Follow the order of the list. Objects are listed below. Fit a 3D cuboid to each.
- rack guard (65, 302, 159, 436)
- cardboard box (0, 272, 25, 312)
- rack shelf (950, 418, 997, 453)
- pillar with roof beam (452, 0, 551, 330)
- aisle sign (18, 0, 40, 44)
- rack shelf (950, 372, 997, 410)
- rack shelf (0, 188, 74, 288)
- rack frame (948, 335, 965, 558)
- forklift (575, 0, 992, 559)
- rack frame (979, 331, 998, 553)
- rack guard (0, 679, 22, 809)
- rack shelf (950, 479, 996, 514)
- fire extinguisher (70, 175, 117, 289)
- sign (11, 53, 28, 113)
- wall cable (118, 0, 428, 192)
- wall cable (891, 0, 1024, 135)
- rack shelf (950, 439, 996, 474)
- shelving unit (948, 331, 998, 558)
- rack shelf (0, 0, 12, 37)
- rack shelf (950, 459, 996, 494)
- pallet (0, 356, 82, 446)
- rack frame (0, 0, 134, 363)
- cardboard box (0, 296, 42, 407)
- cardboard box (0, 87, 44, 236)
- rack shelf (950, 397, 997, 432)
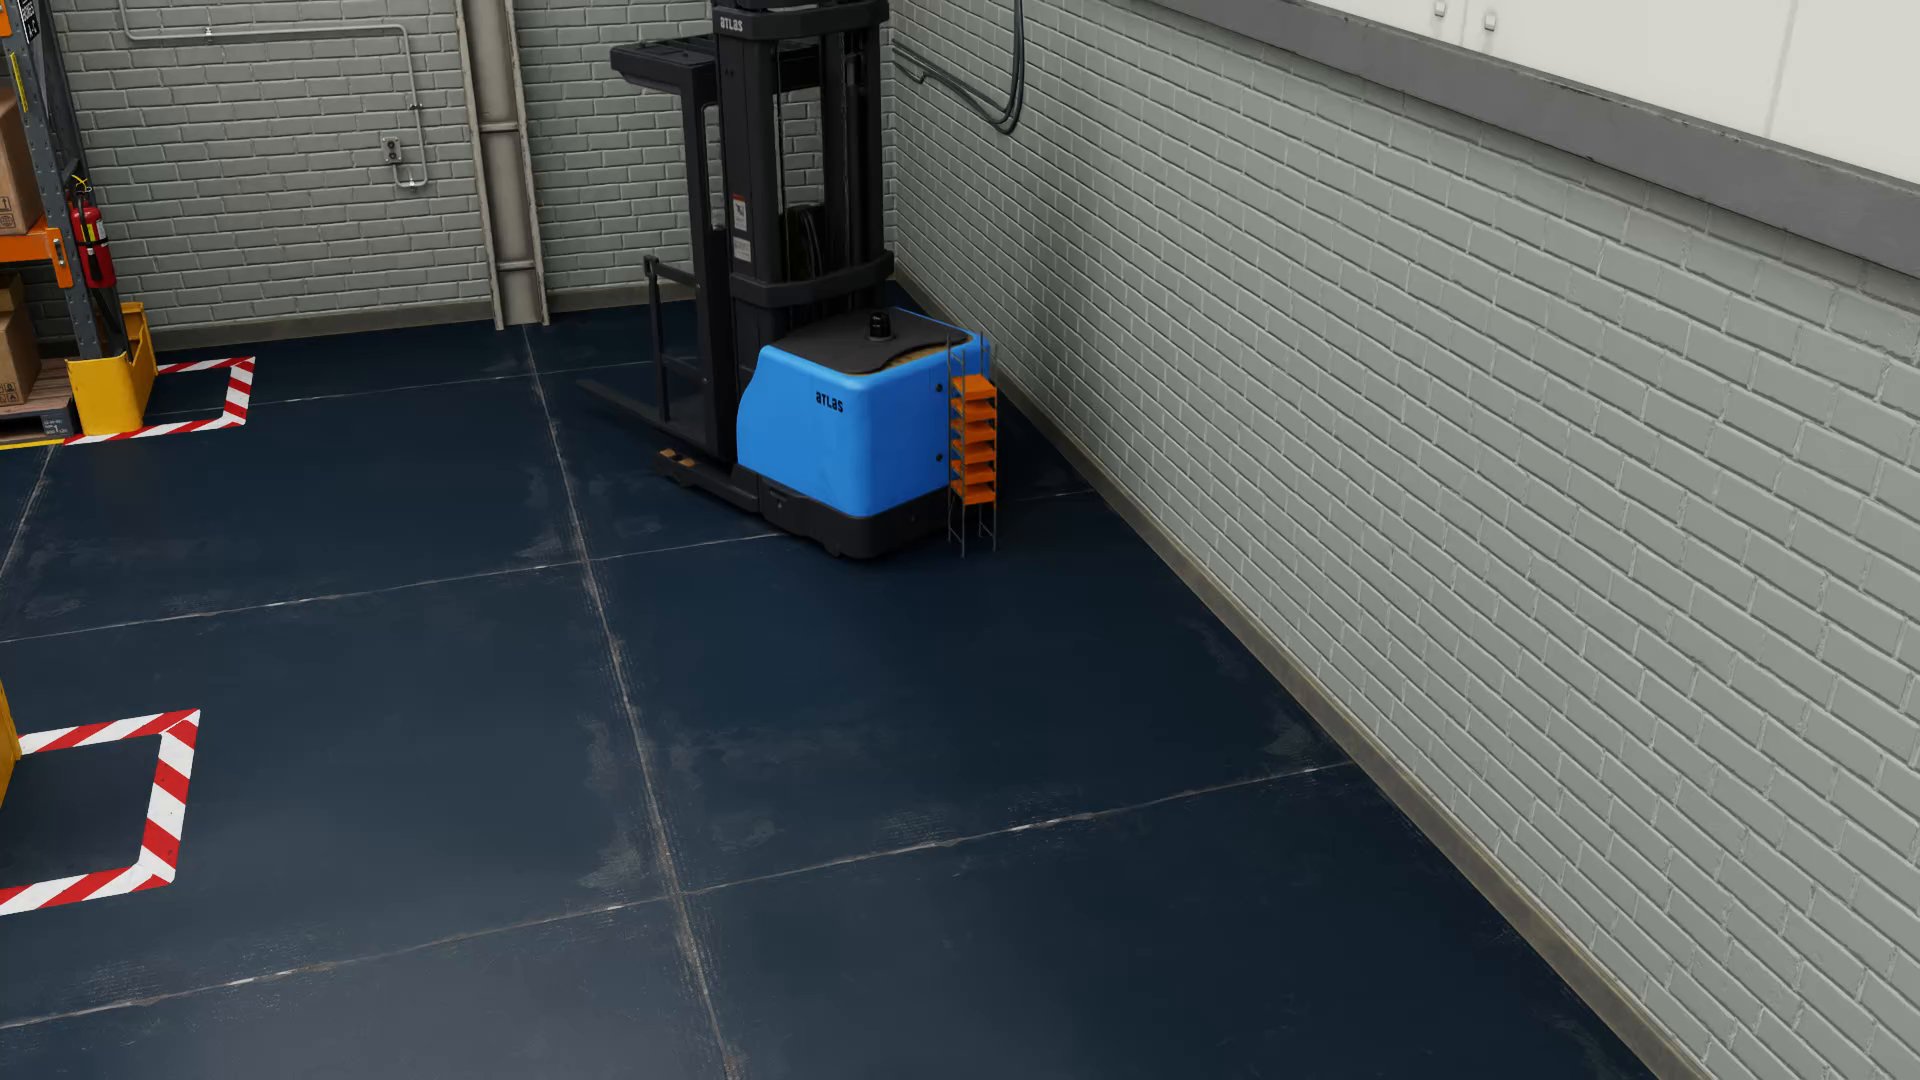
[{"bbox_3d":[-5.594,-1.147,10.999,0.348,0.500,1.175,-8,28,-16],"label":"rack guard"},{"bbox_3d":[-6.195,-1.586,10.680,0.250,0.149,0.380,-8,28,-16],"label":"cardboard box"},{"bbox_3d":[0.065,-0.571,8.881,0.180,0.103,0.258,-9,28,-18],"label":"rack shelf"},{"bbox_3d":[-1.984,-3.868,6.921,0.400,9.000,9.100,-8,28,-16],"label":"pillar with roof beam"},{"bbox_3d":[-5.455,-3.311,9.623,0.004,0.787,0.394,-8,28,-16],"label":"aisle sign"},{"bbox_3d":[0.065,-0.786,8.774,0.180,0.103,0.258,-9,28,-18],"label":"rack shelf"},{"bbox_3d":[-7.518,-1.666,10.041,4.000,0.370,1.077,-8,28,-16],"label":"rack shelf"},{"bbox_3d":[-0.021,-0.489,8.886,0.006,1.200,0.240,-9,28,-18],"label":"rack frame"},{"bbox_3d":[-1.212,-1.772,9.522,1.130,2.935,3.031,-24,35,-39],"label":"forklift"},{"bbox_3d":[0.151,-0.517,8.943,0.006,1.200,0.240,-9,28,-18],"label":"rack frame"},{"bbox_3d":[-4.151,0.960,6.753,0.348,0.500,1.175,-8,28,-16],"label":"rack guard"},{"bbox_3d":[0.065,-0.248,9.041,0.180,0.103,0.258,-9,28,-18],"label":"rack shelf"},{"bbox_3d":[-5.330,-1.888,10.185,0.183,0.674,0.296,-8,28,-16],"label":"fire extinguisher"},{"bbox_3d":[-5.462,-2.657,9.660,0.005,0.325,0.100,-8,28,-16],"label":"sign"},{"bbox_3d":[-4.692,-3.295,11.371,1.851,1.984,0.084,-8,28,-16],"label":"wall cable"},{"bbox_3d":[-0.128,-4.188,11.057,0.112,2.526,3.097,-8,28,-16],"label":"wall cable"},{"bbox_3d":[0.065,-0.463,8.934,0.180,0.103,0.258,-9,28,-18],"label":"rack shelf"},{"bbox_3d":[0.065,-0.503,8.914,0.189,1.200,0.258,-9,28,-18],"label":"shelving unit"},{"bbox_3d":[-7.518,-3.009,9.374,4.000,0.370,1.077,-8,28,-16],"label":"rack shelf"},{"bbox_3d":[0.065,-0.356,8.987,0.180,0.103,0.258,-9,28,-18],"label":"rack shelf"},{"bbox_3d":[-6.353,-0.871,10.768,1.213,0.211,1.003,-8,28,-16],"label":"pallet"},{"bbox_3d":[-5.617,-2.264,10.436,0.127,3.000,1.000,-8,28,-16],"label":"rack frame"},{"bbox_3d":[-6.251,-1.193,10.619,0.500,0.500,0.700,-8,28,-16],"label":"cardboard box"},{"bbox_3d":[-6.099,-2.323,10.219,0.700,0.700,0.980,-7,27,-14],"label":"cardboard box"},{"bbox_3d":[0.065,-0.678,8.827,0.180,0.103,0.258,-9,28,-18],"label":"rack shelf"}]
